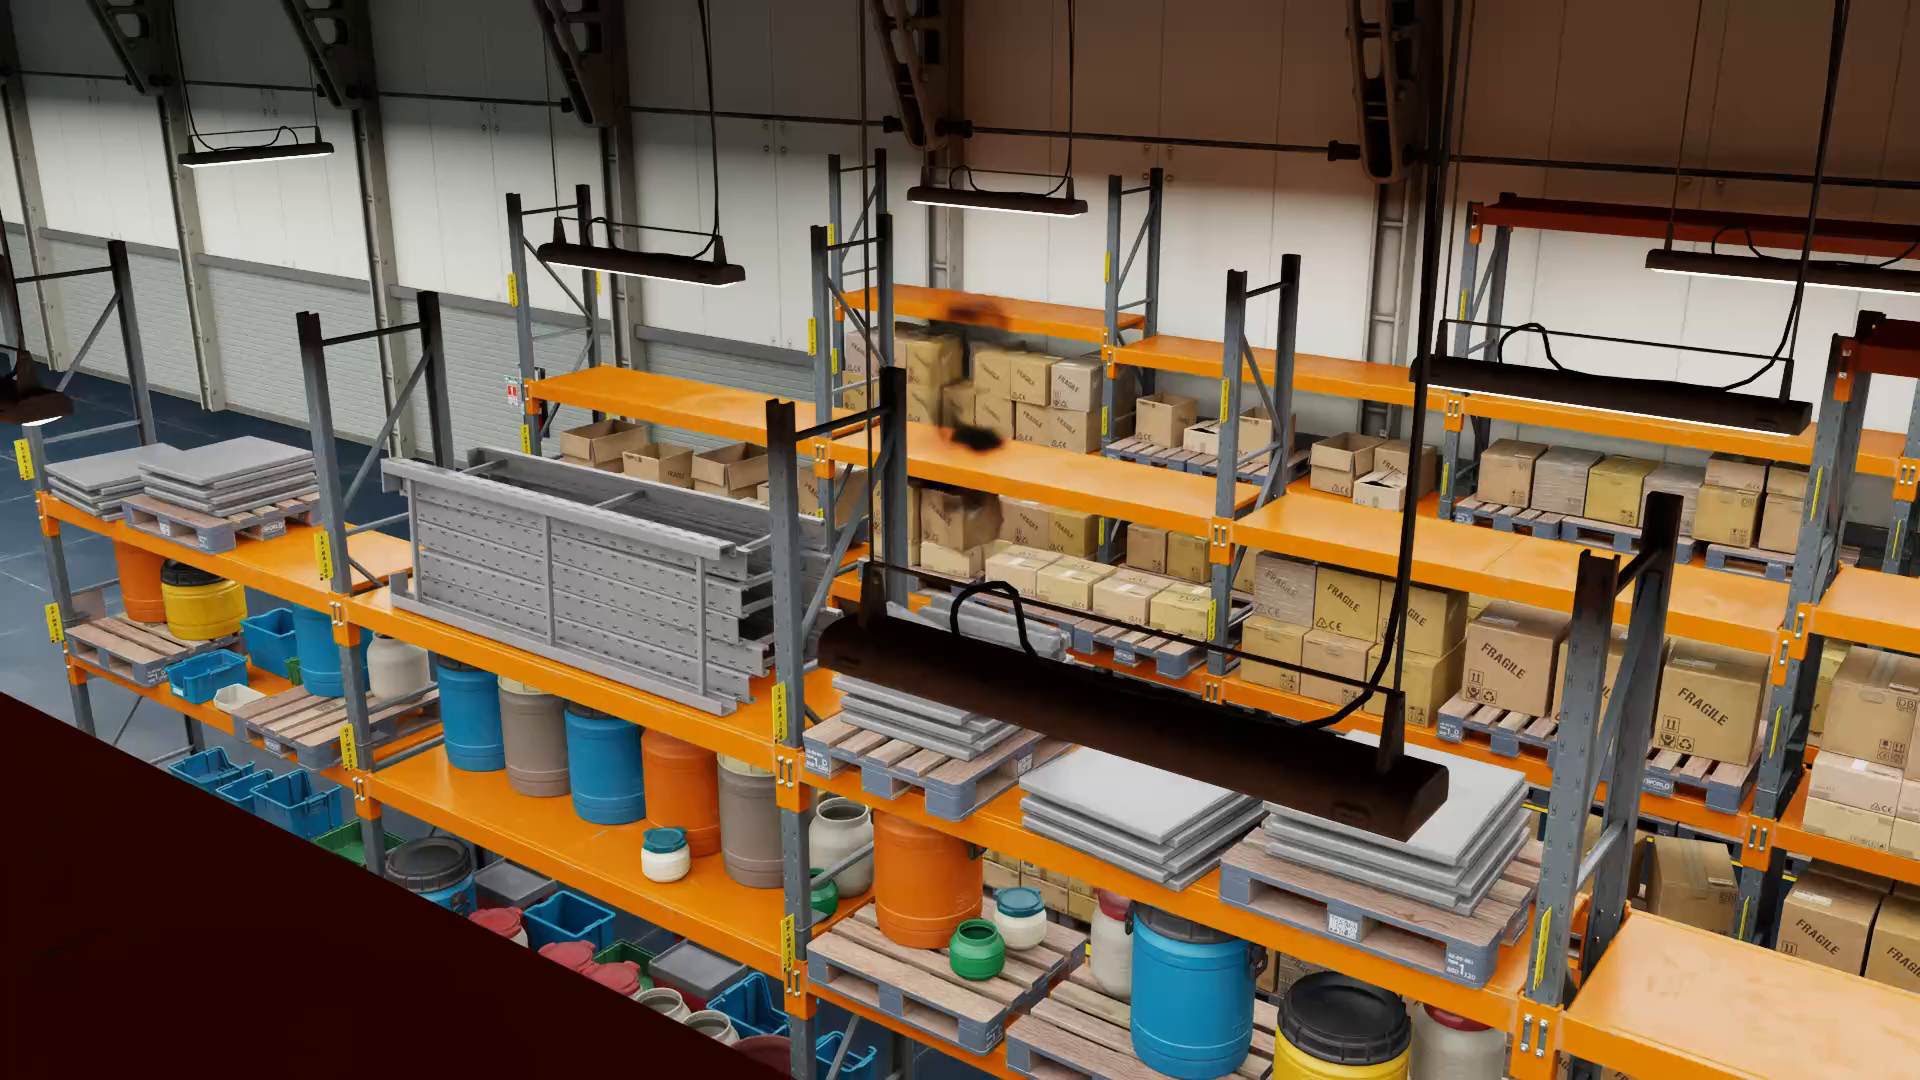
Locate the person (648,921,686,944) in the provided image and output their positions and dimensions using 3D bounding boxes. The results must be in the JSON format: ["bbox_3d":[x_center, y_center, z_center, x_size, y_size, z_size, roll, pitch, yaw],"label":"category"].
[{"bbox_3d":[-2.442,2.847,13.953,0.719,1.723,0.650,11,21,30],"label":"person"}]
